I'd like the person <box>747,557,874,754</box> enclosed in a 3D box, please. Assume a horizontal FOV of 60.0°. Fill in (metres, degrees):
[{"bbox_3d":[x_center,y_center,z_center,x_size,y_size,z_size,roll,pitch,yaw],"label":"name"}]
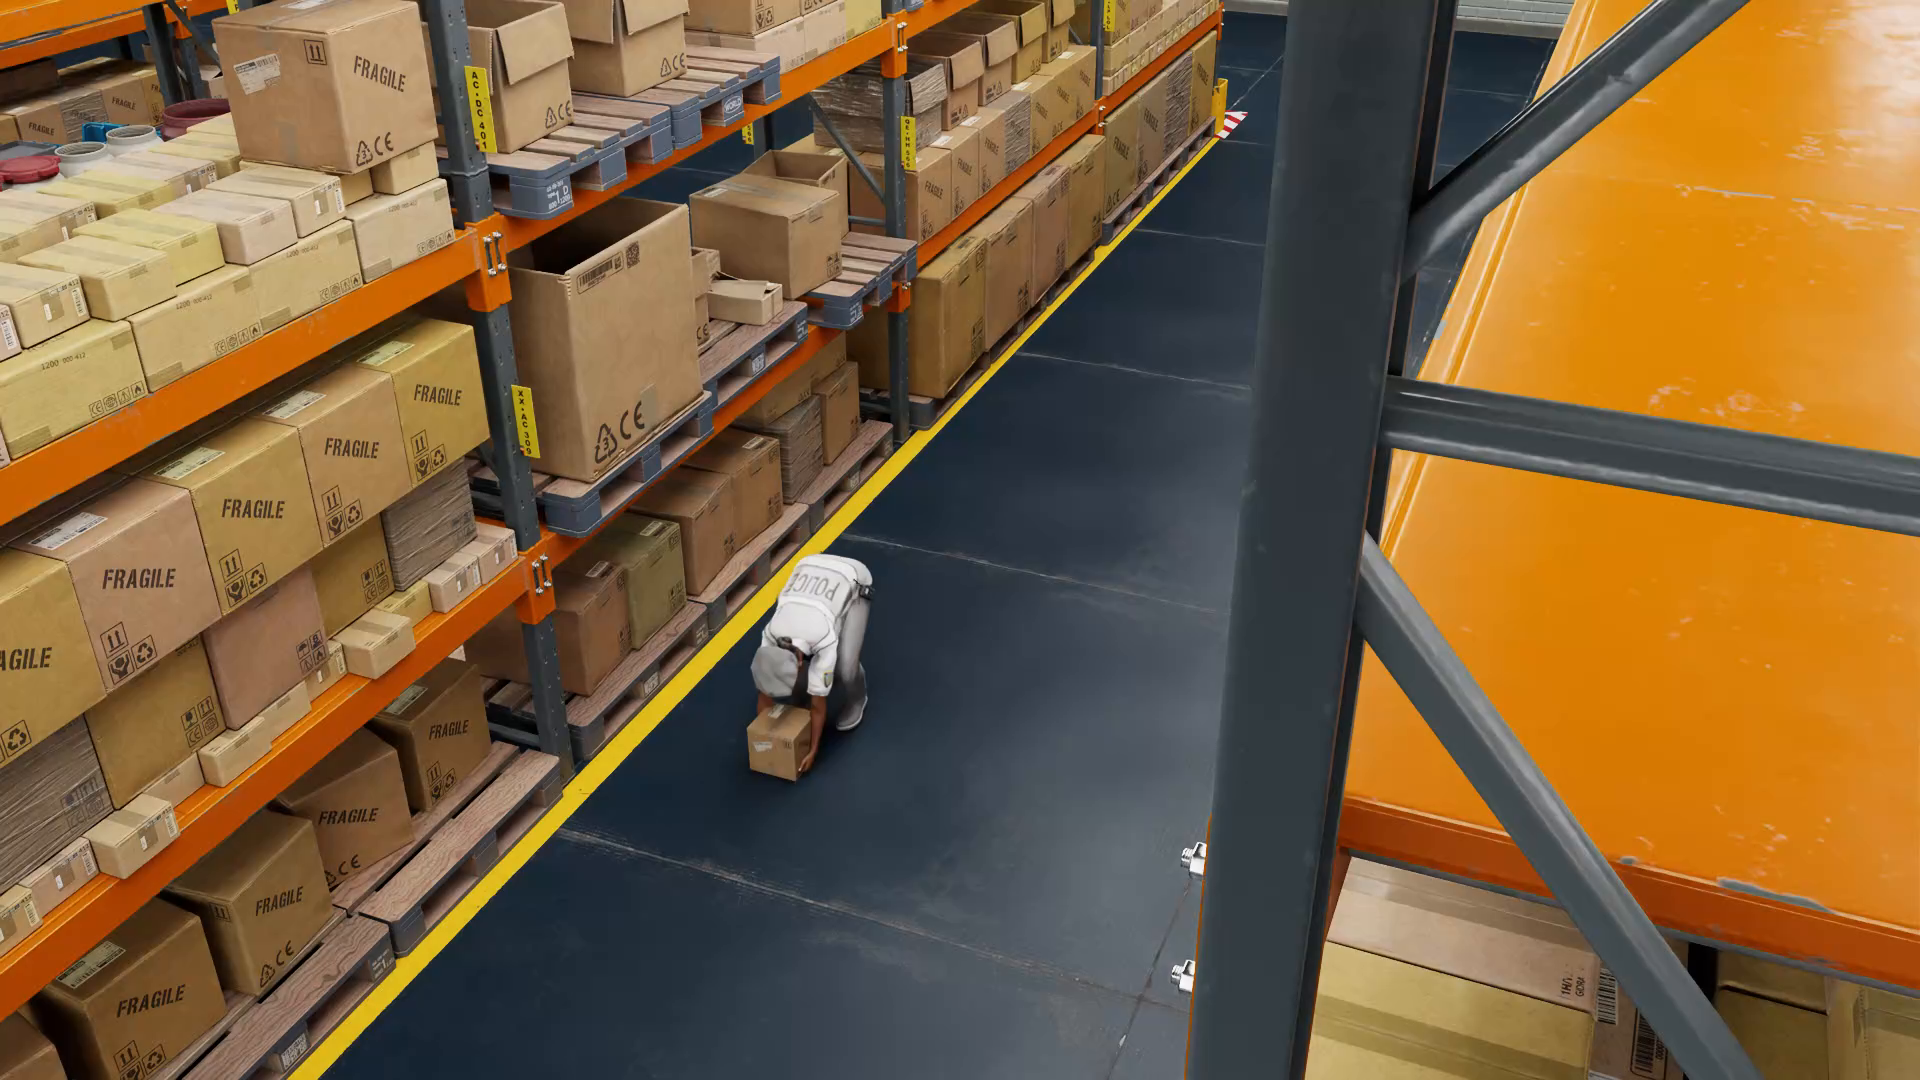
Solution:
[{"bbox_3d":[-0.747,0.579,8.095,0.405,0.954,0.798,10,31,17],"label":"person"}]
